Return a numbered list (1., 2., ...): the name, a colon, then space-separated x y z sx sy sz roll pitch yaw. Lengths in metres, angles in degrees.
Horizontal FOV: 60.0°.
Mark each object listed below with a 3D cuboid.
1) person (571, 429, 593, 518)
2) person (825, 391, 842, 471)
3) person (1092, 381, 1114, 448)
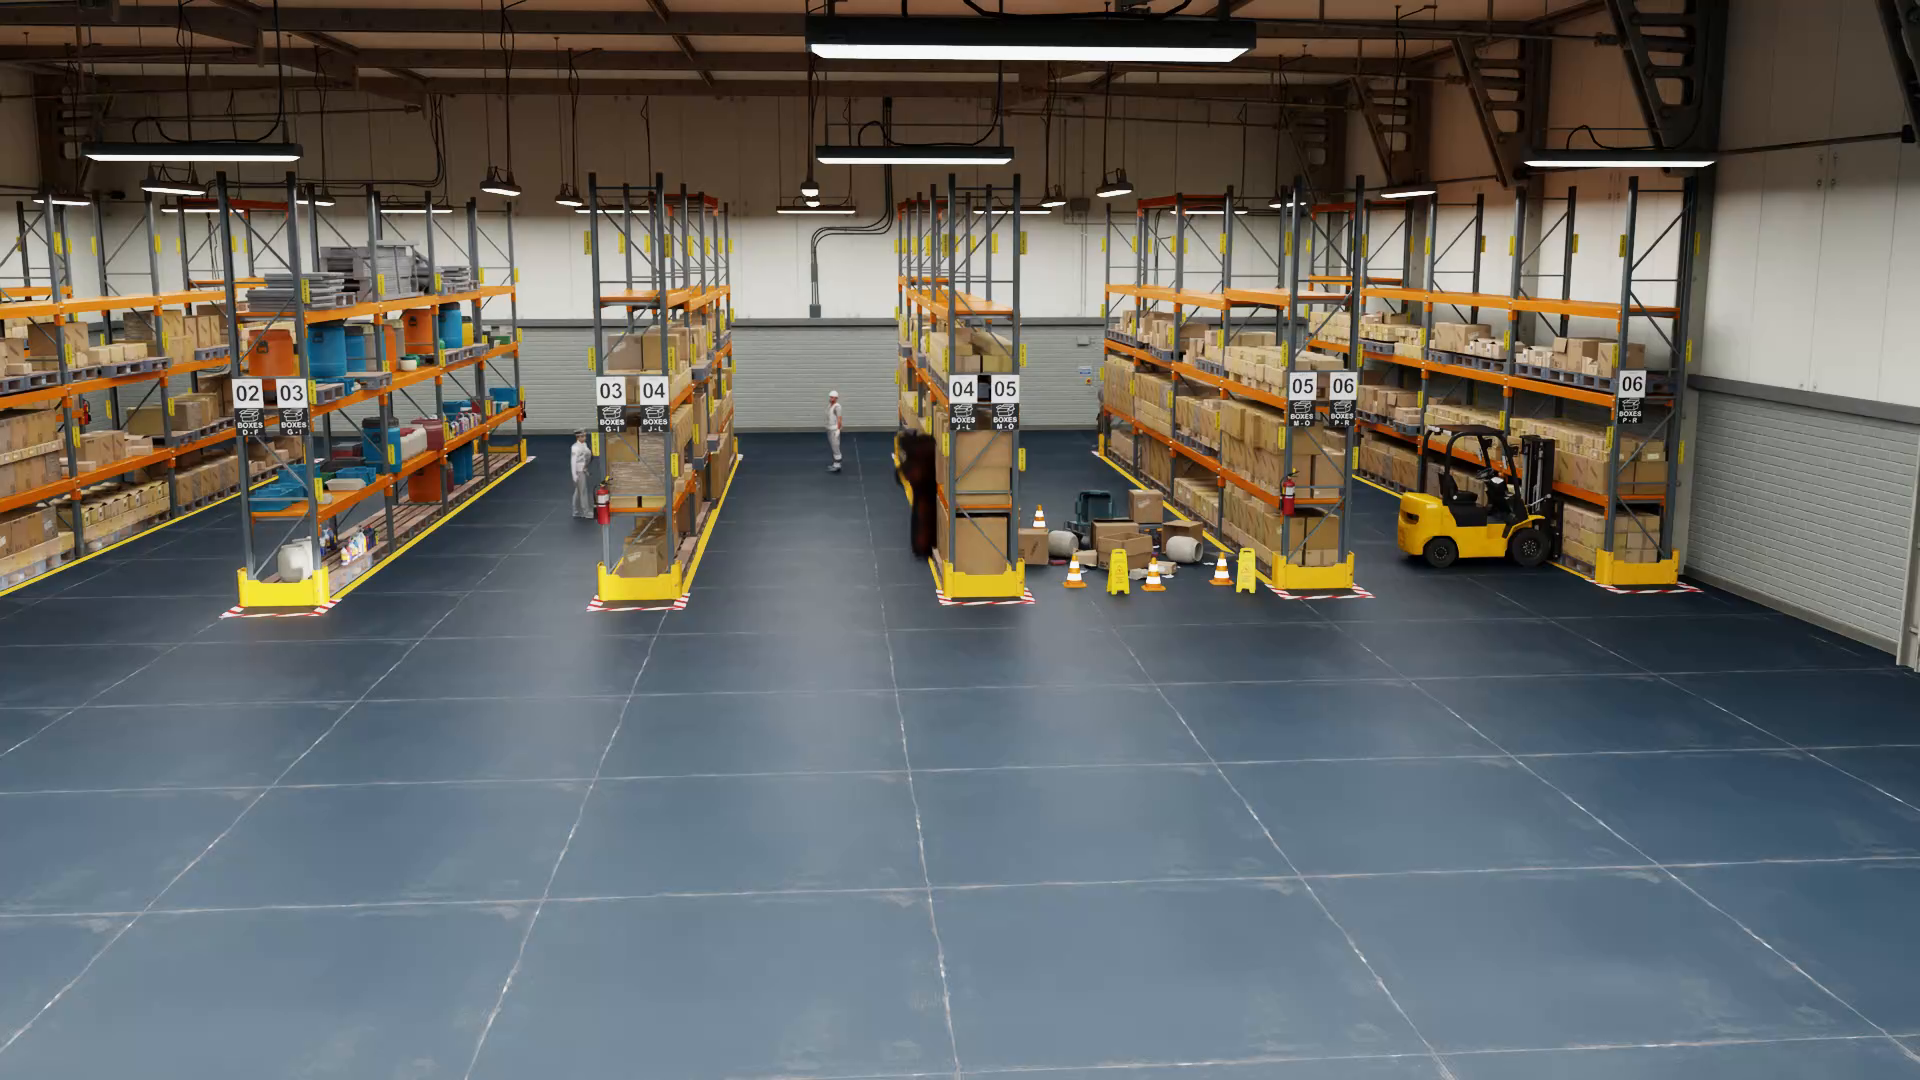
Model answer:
1. person: -6.969 -1.248 30.975 0.557 1.665 0.513 0 10 1
2. person: -2.836 -2.462 37.457 0.358 1.799 0.585 -6 12 -30
3. person: 3.697 -3.154 41.433 0.807 1.754 0.617 -1 10 -5
